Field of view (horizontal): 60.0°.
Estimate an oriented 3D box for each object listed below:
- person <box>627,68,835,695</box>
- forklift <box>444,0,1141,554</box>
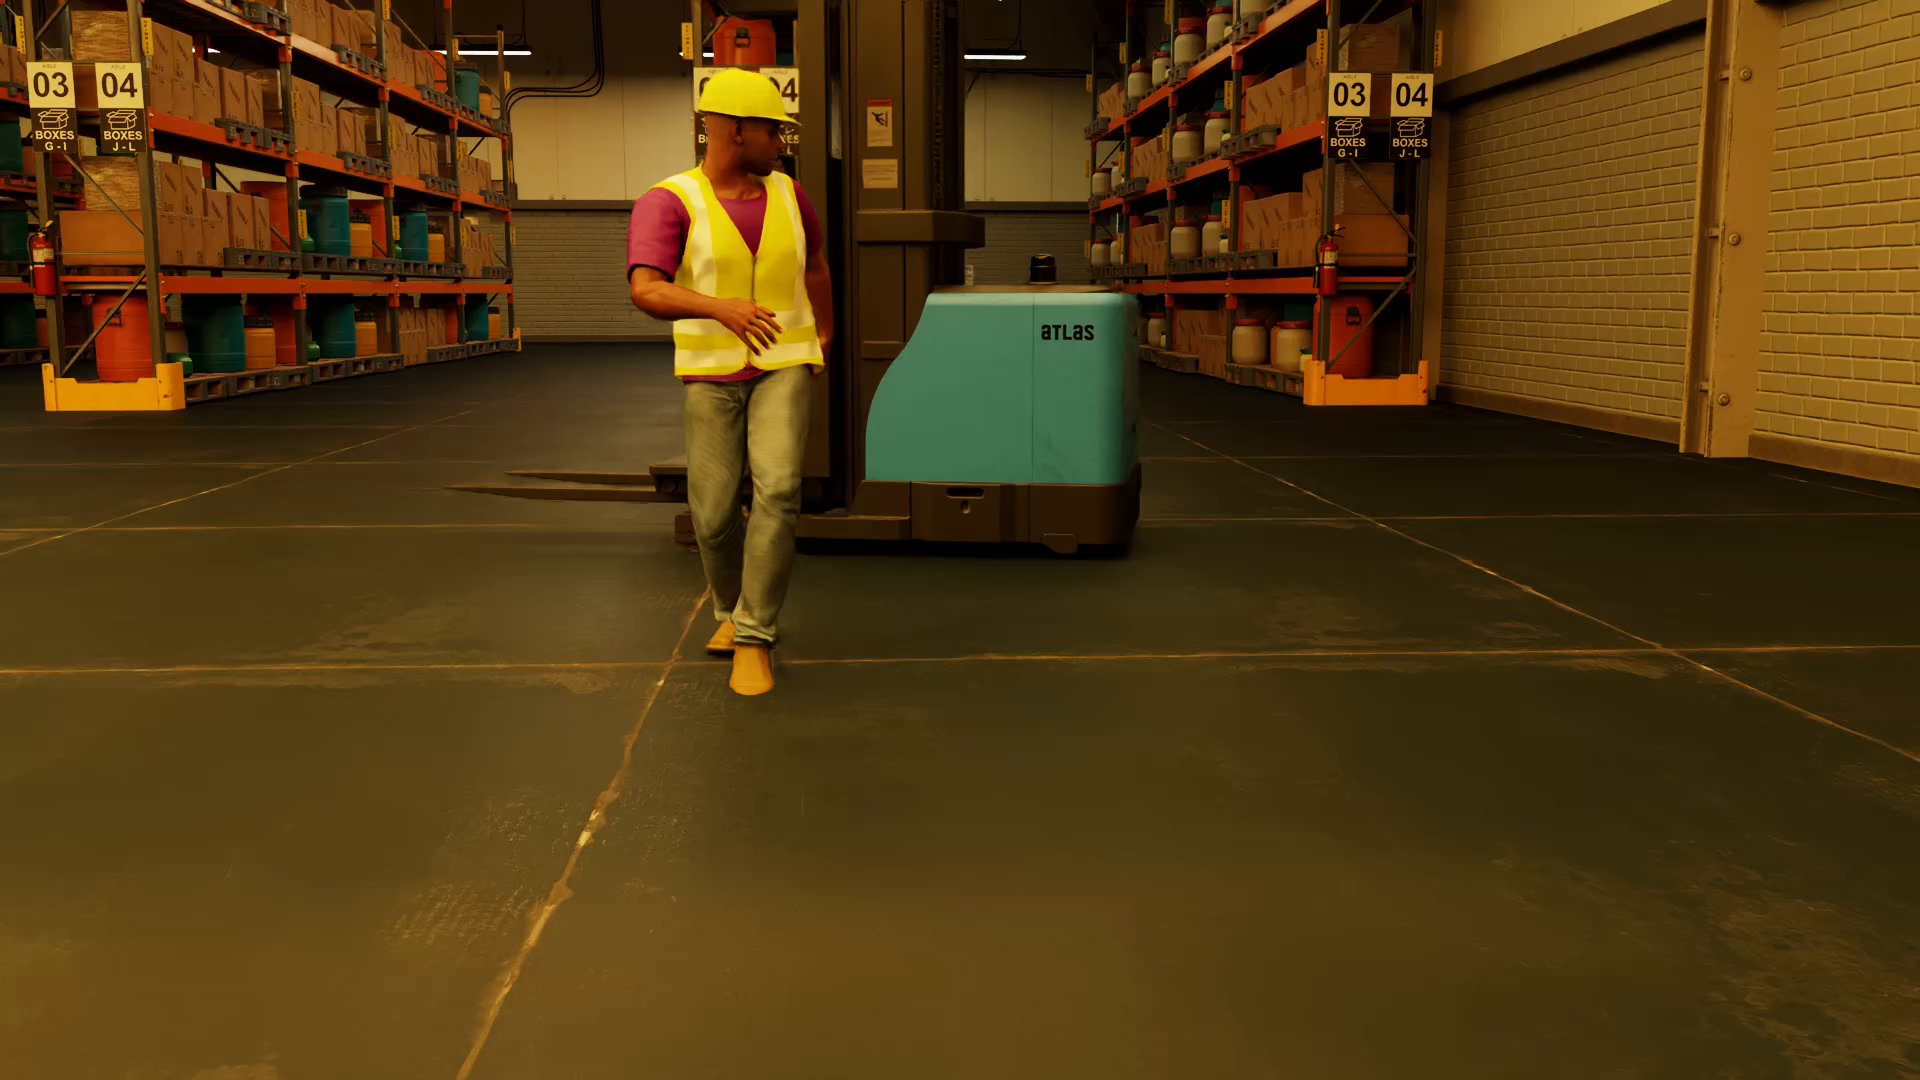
[{"bbox_3d":[-0.640,-0.466,4.816,0.604,1.738,0.936,-1,9,-8],"label":"person"},{"bbox_3d":[-0.743,-1.472,7.247,3.031,2.935,1.130,2,9,10],"label":"forklift"}]
